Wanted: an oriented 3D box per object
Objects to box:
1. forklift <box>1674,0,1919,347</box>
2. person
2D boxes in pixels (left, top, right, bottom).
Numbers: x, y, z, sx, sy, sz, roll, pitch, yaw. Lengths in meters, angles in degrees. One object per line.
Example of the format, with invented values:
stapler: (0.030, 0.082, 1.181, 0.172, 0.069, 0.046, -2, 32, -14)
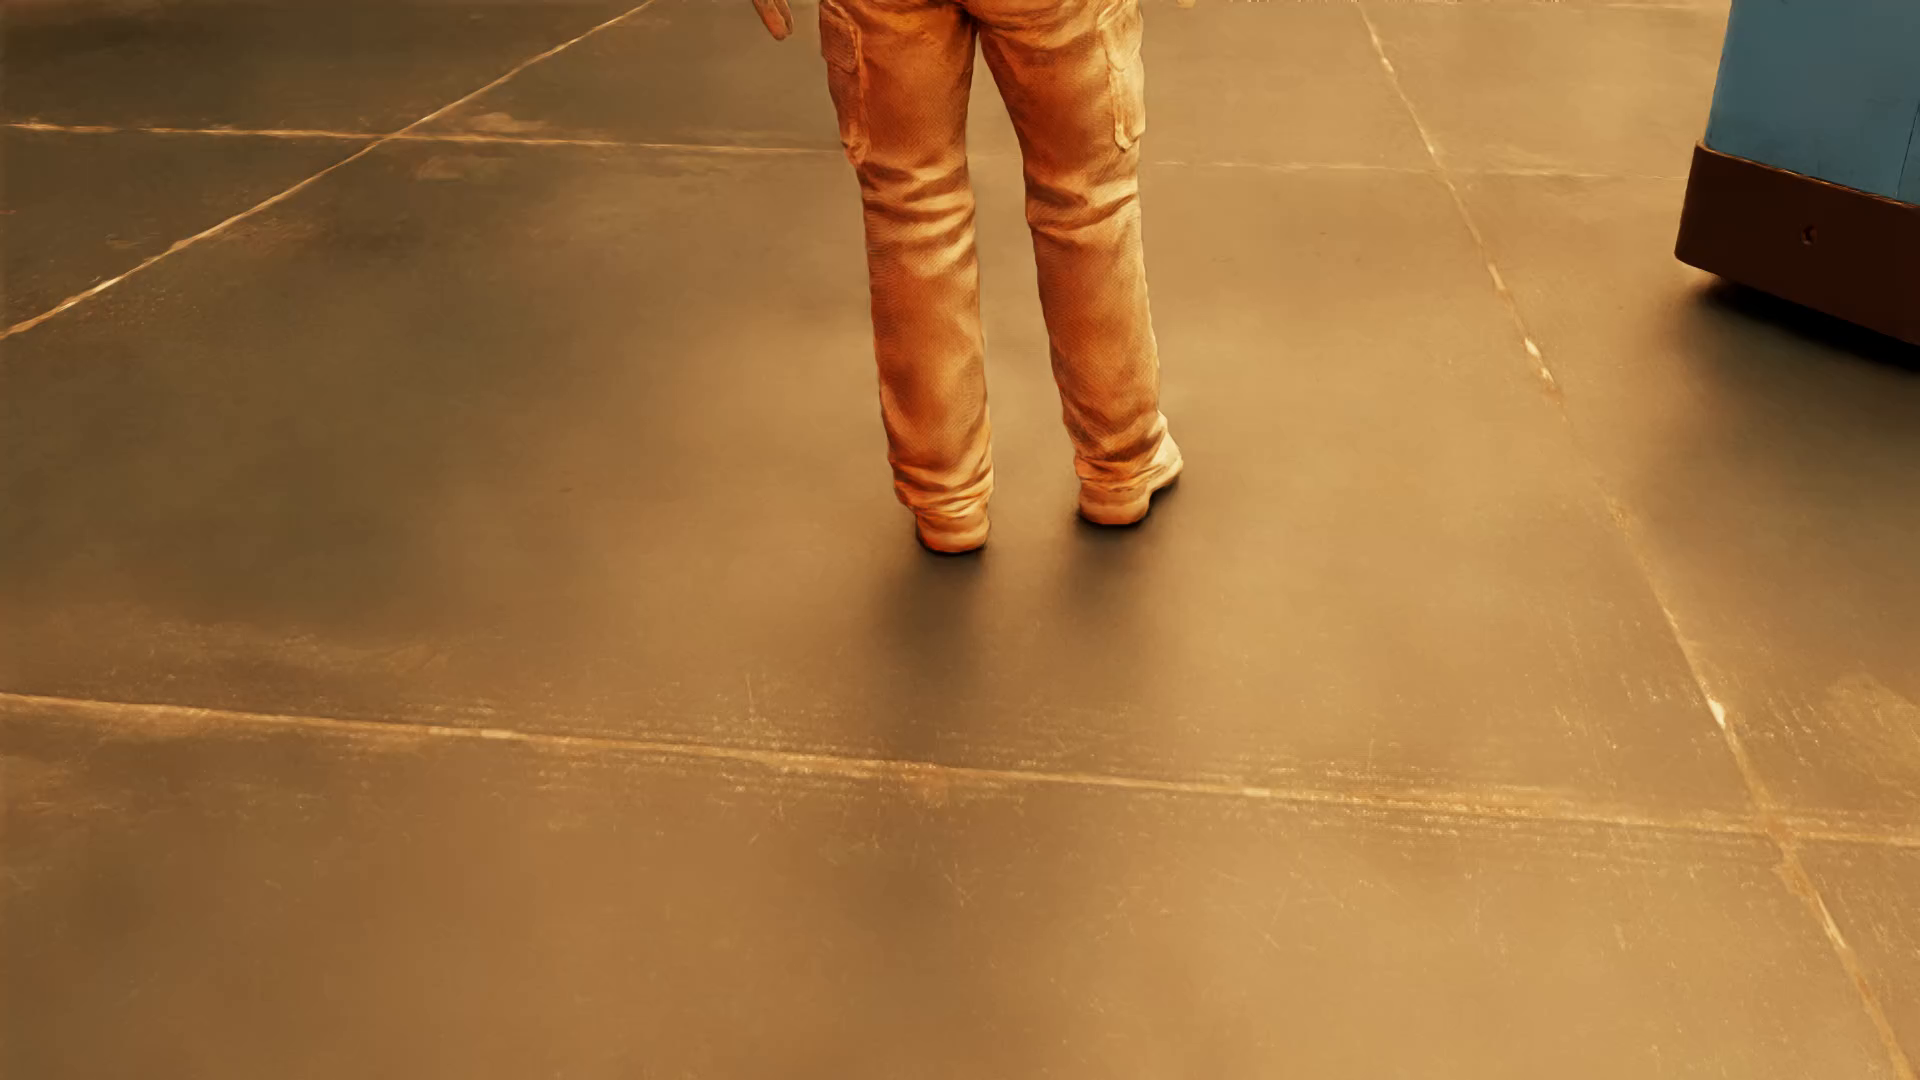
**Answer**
forklift: (3.087, -1.931, 3.087, 3.031, 2.935, 1.130, -11, 29, -22)
person: (0.017, -0.764, 2.198, 0.655, 1.621, 0.576, 3, 27, 7)
